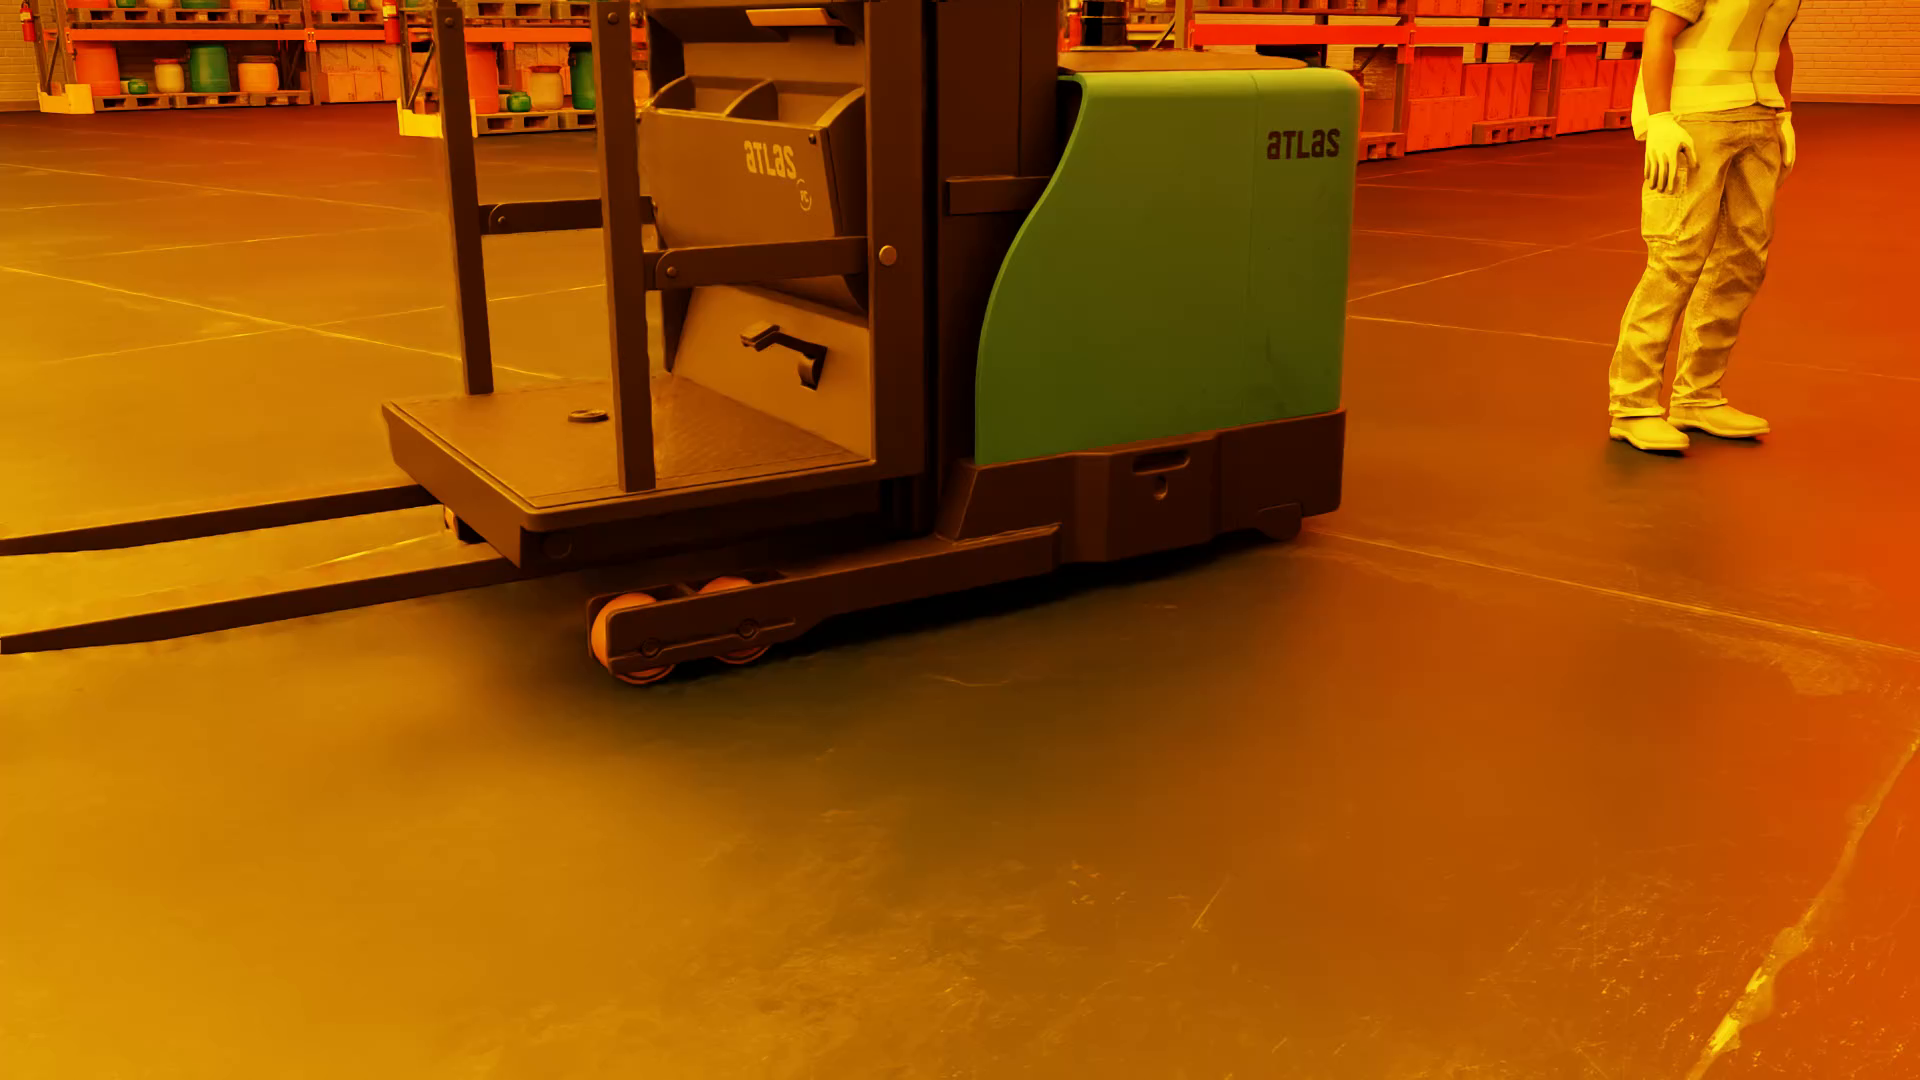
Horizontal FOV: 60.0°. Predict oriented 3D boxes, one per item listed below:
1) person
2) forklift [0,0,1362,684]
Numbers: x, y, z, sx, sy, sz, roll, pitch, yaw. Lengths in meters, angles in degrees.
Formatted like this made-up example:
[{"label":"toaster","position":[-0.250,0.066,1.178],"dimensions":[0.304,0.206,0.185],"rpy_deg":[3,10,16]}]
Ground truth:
[{"label":"person","position":[2.163,-1.158,4.713],"dimensions":[0.617,1.772,0.453],"rpy_deg":[-10,19,-29]},{"label":"forklift","position":[-0.616,-1.311,3.216],"dimensions":[3.031,2.935,1.130],"rpy_deg":[-10,20,-30]}]
